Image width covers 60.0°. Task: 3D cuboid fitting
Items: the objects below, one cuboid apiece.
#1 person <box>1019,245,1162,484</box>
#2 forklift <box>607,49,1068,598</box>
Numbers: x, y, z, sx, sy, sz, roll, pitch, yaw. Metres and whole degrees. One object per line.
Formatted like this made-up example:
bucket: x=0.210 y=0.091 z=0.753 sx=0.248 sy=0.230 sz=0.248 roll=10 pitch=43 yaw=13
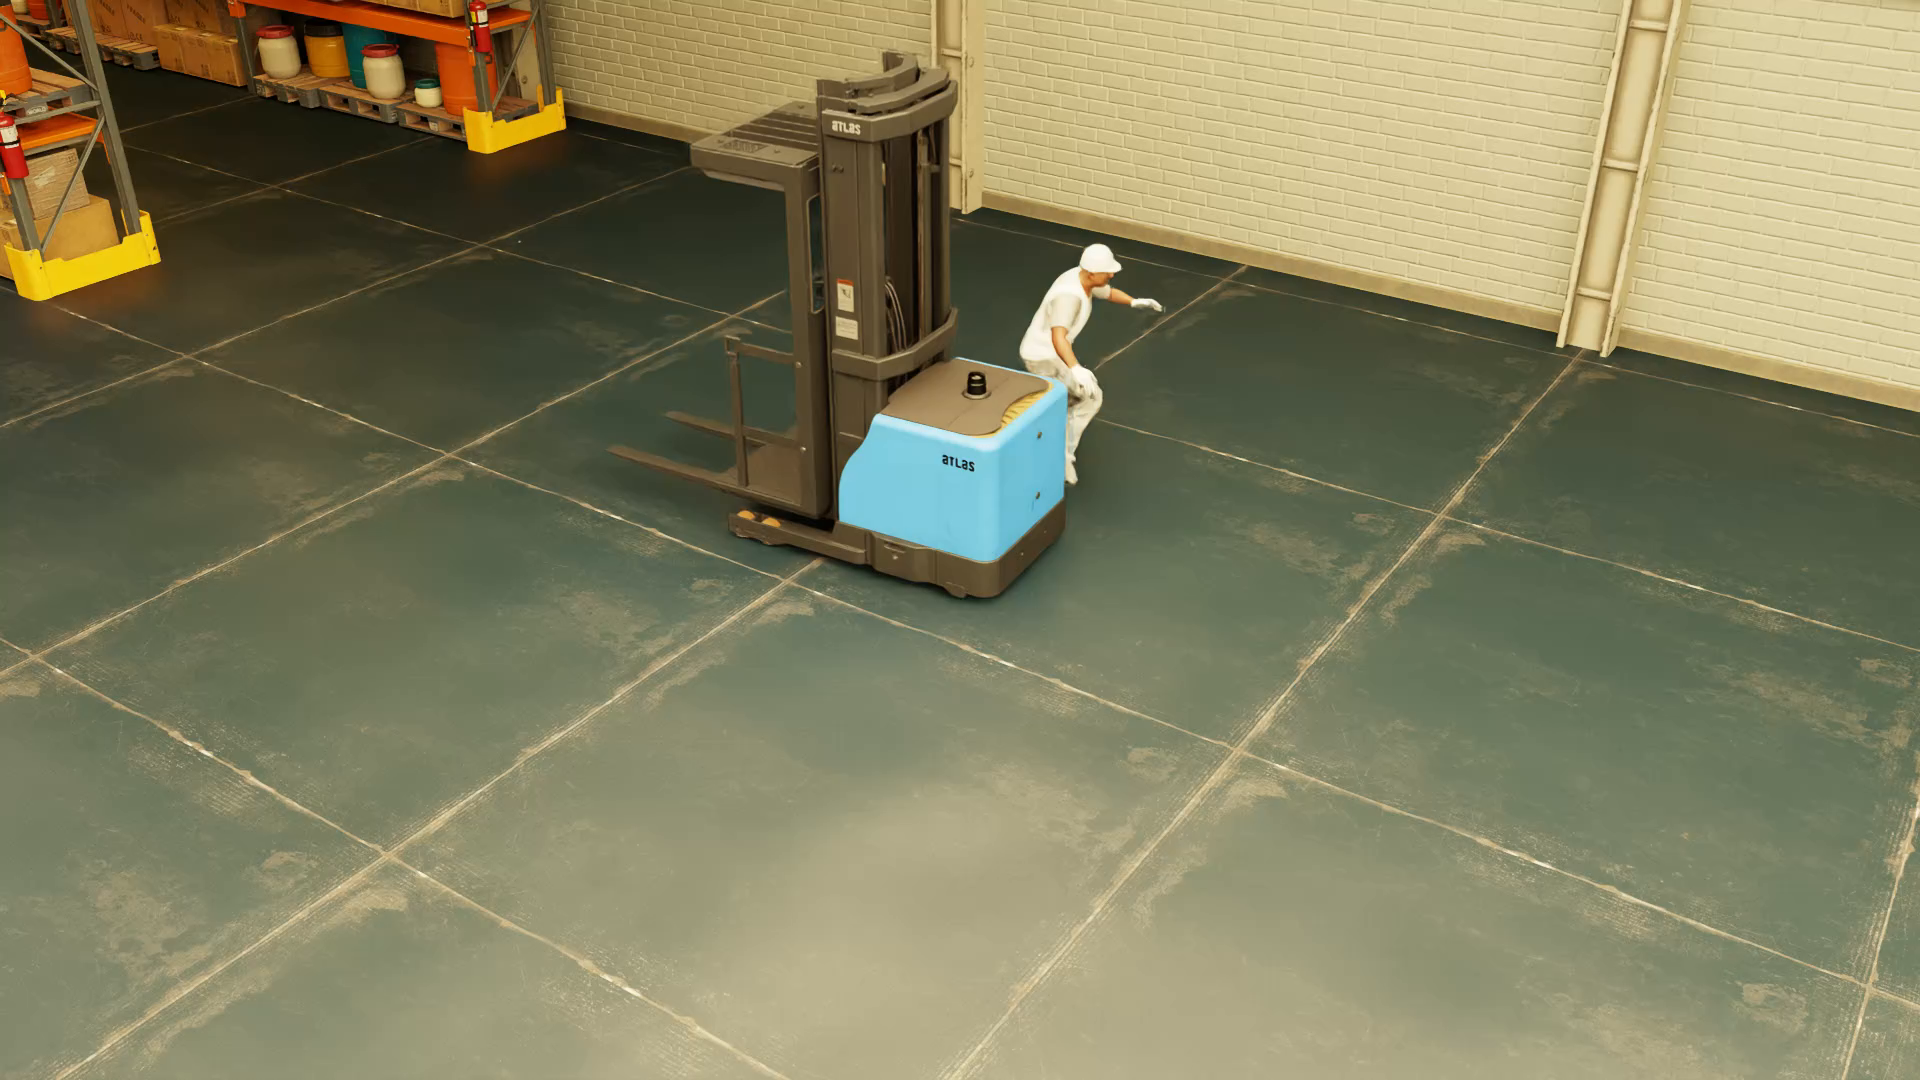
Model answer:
person: x=0.857 y=-1.180 z=11.027 sx=0.946 sy=1.530 sz=1.085 roll=2 pitch=30 yaw=3
forklift: x=-0.874 y=-1.449 z=10.076 sx=3.031 sy=2.935 sz=1.130 roll=16 pitch=34 yaw=25
